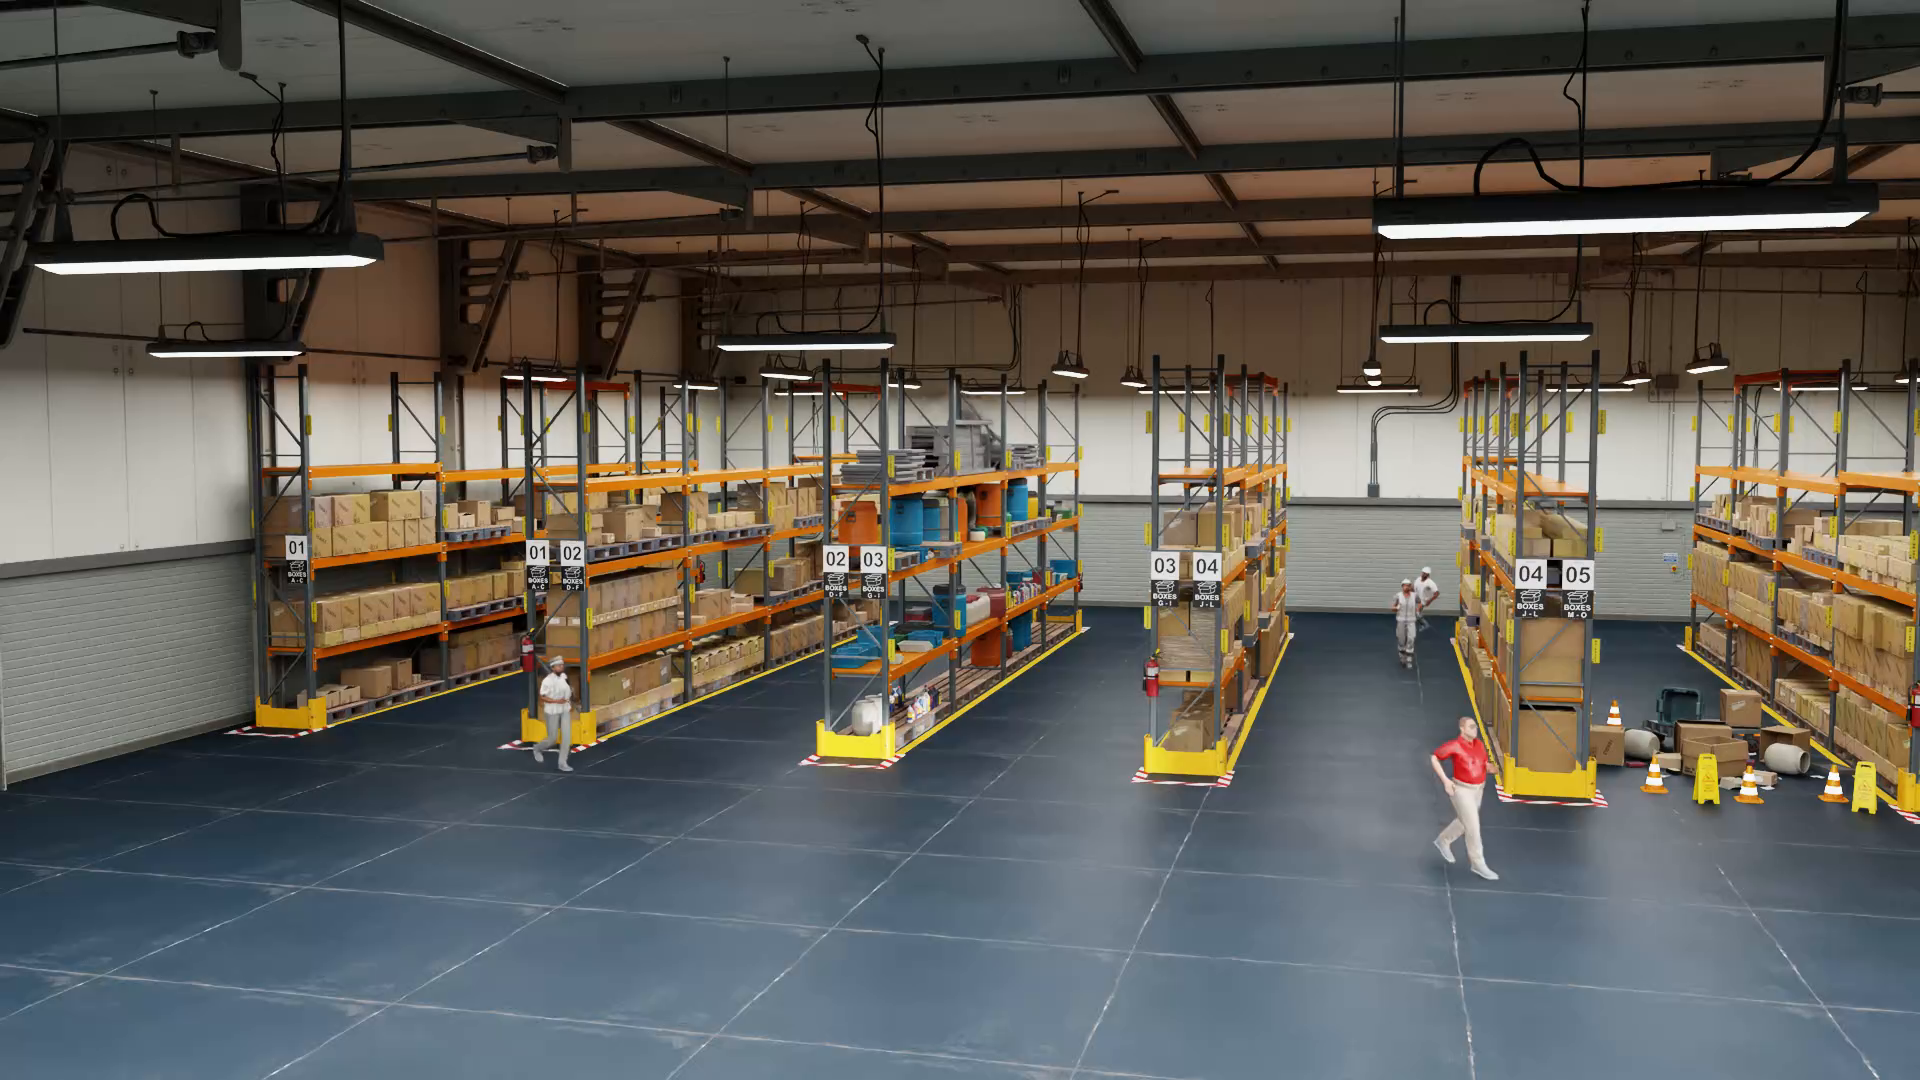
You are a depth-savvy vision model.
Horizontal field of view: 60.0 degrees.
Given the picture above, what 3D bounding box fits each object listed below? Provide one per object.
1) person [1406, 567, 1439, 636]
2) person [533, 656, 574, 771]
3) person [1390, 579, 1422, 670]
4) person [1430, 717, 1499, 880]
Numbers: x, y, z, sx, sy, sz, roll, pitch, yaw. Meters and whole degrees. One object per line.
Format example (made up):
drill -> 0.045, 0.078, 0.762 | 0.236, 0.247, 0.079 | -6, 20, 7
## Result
person -> 10.797, 1.452, 39.341 | 0.860, 1.673, 0.866 | 0, 4, 1
person -> -5.876, 2.500, 24.148 | 0.758, 1.663, 0.581 | 3, 5, 36
person -> 9.215, 1.715, 34.366 | 0.639, 1.819, 0.828 | 1, 4, 12
person -> 5.668, 2.834, 18.576 | 0.666, 1.725, 0.946 | -3, 5, -35
